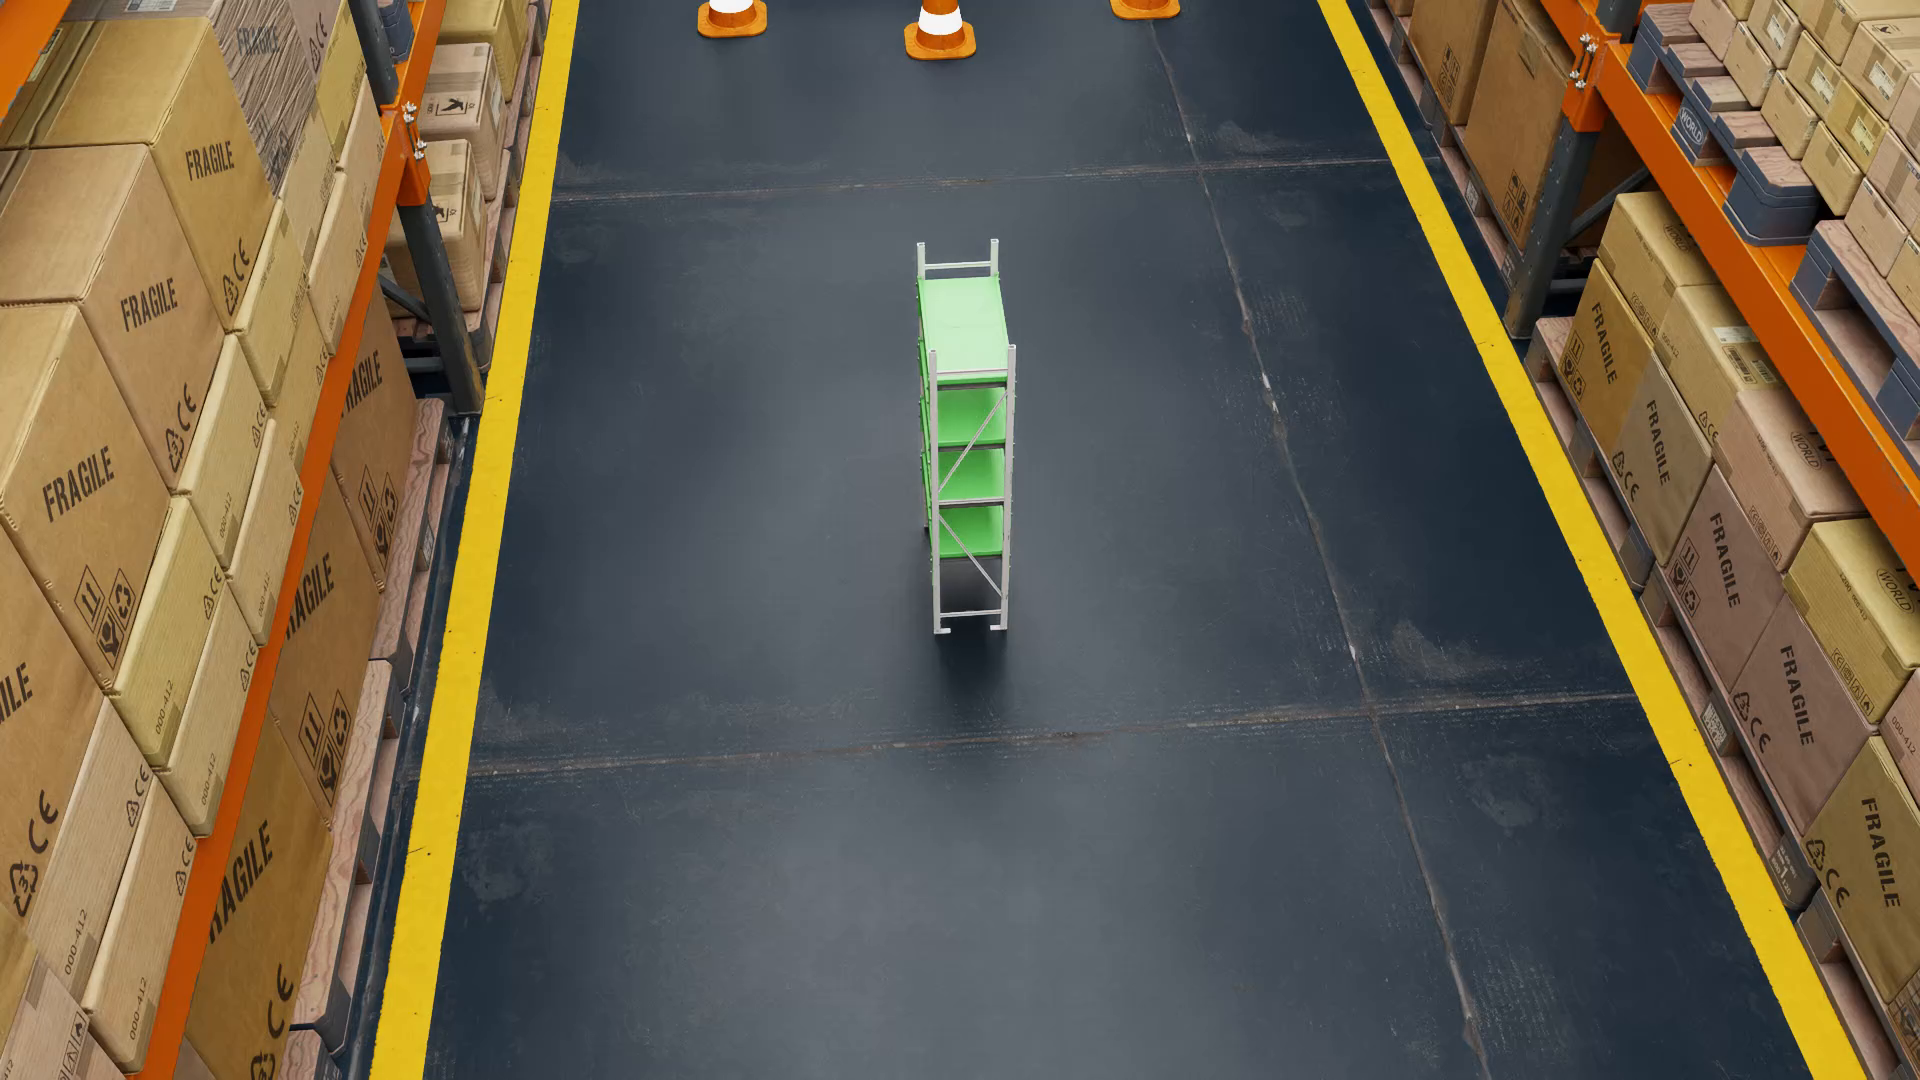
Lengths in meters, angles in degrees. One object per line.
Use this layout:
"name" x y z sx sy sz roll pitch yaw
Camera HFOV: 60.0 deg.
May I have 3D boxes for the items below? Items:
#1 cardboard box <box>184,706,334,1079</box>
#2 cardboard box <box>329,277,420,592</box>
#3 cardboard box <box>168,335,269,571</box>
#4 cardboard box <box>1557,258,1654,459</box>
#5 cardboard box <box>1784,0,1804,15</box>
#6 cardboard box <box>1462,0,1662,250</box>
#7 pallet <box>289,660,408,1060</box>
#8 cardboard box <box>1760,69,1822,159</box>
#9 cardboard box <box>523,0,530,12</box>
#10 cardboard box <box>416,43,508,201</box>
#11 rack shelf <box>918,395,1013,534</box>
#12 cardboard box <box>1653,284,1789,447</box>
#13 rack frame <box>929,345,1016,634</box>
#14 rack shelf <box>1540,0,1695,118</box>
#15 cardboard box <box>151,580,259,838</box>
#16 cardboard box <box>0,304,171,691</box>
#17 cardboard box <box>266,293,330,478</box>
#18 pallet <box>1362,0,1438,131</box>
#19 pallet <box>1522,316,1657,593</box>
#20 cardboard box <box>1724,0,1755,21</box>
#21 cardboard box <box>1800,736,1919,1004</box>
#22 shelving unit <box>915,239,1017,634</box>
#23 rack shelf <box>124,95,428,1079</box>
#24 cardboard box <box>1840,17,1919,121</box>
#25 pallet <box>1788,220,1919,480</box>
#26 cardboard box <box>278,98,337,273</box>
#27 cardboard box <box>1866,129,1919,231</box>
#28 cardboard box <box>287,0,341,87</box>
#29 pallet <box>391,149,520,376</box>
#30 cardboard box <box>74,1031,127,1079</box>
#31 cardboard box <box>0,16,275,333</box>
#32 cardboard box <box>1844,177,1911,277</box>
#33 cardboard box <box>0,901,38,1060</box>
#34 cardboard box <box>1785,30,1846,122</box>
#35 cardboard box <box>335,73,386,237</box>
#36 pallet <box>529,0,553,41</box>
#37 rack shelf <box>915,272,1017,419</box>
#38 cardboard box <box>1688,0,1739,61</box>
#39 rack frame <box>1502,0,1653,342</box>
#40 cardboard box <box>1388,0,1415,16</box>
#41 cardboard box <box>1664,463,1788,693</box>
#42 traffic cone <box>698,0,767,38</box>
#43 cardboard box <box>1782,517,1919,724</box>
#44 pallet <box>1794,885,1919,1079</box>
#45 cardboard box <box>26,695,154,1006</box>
"cardboard box" -2.162 0.877 4.028 0.875 0.875 0.875 -2 47 -2
"cardboard box" -2.307 -0.416 5.252 0.875 0.875 0.875 -4 47 -4
"cardboard box" -1.834 -0.176 3.610 0.500 0.250 0.500 -5 47 -4
"cardboard box" 2.448 -0.638 5.721 0.500 0.500 0.500 -5 47 -5
"cardboard box" 2.513 -1.603 4.676 0.380 0.149 0.250 -5 47 -4
"cardboard box" 2.681 -1.698 6.552 1.050 0.750 0.750 -4 47 -4
"pallet" -2.192 0.908 4.745 1.003 0.211 1.213 -3 47 -3
"cardboard box" 2.524 -1.213 4.717 0.380 0.149 0.250 -1 47 -1
"cardboard box" -2.507 -2.742 7.802 0.950 0.372 0.625 -1 47 -1
"cardboard box" -2.389 -1.690 6.806 0.950 0.372 0.625 -4 47 -4
"rack shelf" 0.014 -0.249 5.247 0.258 0.148 0.480 -3 47 -3
"cardboard box" 2.501 -0.543 5.114 0.500 0.250 0.500 -4 47 -4
"rack frame" 0.034 -0.116 5.034 0.240 1.200 0.015 -3 47 -3
"rack shelf" 2.475 -3.080 7.097 1.077 0.370 4.000 -3 47 -3
"cardboard box" -1.793 0.358 3.448 0.500 0.250 0.500 -4 47 -4
"cardboard box" -1.807 -0.056 2.980 0.500 0.500 0.500 -5 47 -4
"cardboard box" -1.896 -0.371 4.139 0.500 0.250 0.500 -4 47 -4
"pallet" 2.553 -2.377 7.856 1.003 0.211 1.213 -3 47 -3
"pallet" 2.706 -0.356 5.942 1.003 0.211 1.213 -3 47 -3
"cardboard box" 2.483 -1.679 4.953 0.380 0.149 0.250 -2 47 -2
"cardboard box" 2.622 0.837 4.324 0.500 0.500 0.500 -4 47 -4
"shelving unit" 0.014 -0.293 5.201 0.258 1.200 0.503 -3 47 -3
"rack shelf" -2.114 0.188 4.002 1.077 0.370 4.000 -3 47 -3
"cardboard box" 2.551 -1.233 4.326 0.380 0.149 0.250 -5 47 -5
"pallet" 2.849 -0.385 4.181 1.003 0.211 1.213 -3 47 -3
"cardboard box" -1.941 -0.921 4.316 0.500 0.250 0.500 -5 47 -4
"cardboard box" 2.575 -0.927 4.241 0.380 0.149 0.250 -3 47 -3
"cardboard box" -1.978 -1.527 4.372 0.500 0.500 0.500 -5 47 -4
"pallet" -2.346 -1.113 6.659 1.003 0.211 1.213 -3 47 -3
"cardboard box" -1.721 1.105 2.741 0.500 0.250 0.500 -4 47 -4
"cardboard box" -1.892 -0.796 3.681 0.500 0.500 0.500 -3 47 -3
"cardboard box" 2.573 -0.826 4.350 0.380 0.149 0.250 -2 47 -2
"cardboard box" -1.697 0.673 2.289 0.500 0.500 0.500 -3 47 -3
"cardboard box" 2.533 -1.290 4.585 0.380 0.149 0.250 -5 47 -5
"cardboard box" -1.981 -1.105 4.834 0.500 0.250 0.500 -5 47 -5
"pallet" -2.550 -2.879 8.331 1.003 0.211 1.213 -3 47 -3
"rack shelf" 0.014 -0.579 4.899 0.258 0.148 0.480 -3 47 -3
"cardboard box" 2.479 -1.603 5.086 0.380 0.149 0.250 -4 47 -4
"rack frame" 2.642 -1.881 5.465 1.000 3.000 0.127 -3 47 -3
"cardboard box" 2.526 -3.004 7.789 1.050 0.750 0.750 -3 47 -3
"cardboard box" 2.541 0.096 5.025 0.500 0.500 0.500 -5 47 -4
"traffic cone" -1.118 -2.716 8.004 0.336 0.463 0.334 -3 47 -3
"cardboard box" 2.575 0.193 4.417 0.500 0.250 0.500 -5 47 -5
"pallet" 2.911 1.409 4.270 1.003 0.211 1.213 -3 47 -3
"cardboard box" -1.774 0.556 2.916 0.500 0.250 0.500 -3 47 -3
